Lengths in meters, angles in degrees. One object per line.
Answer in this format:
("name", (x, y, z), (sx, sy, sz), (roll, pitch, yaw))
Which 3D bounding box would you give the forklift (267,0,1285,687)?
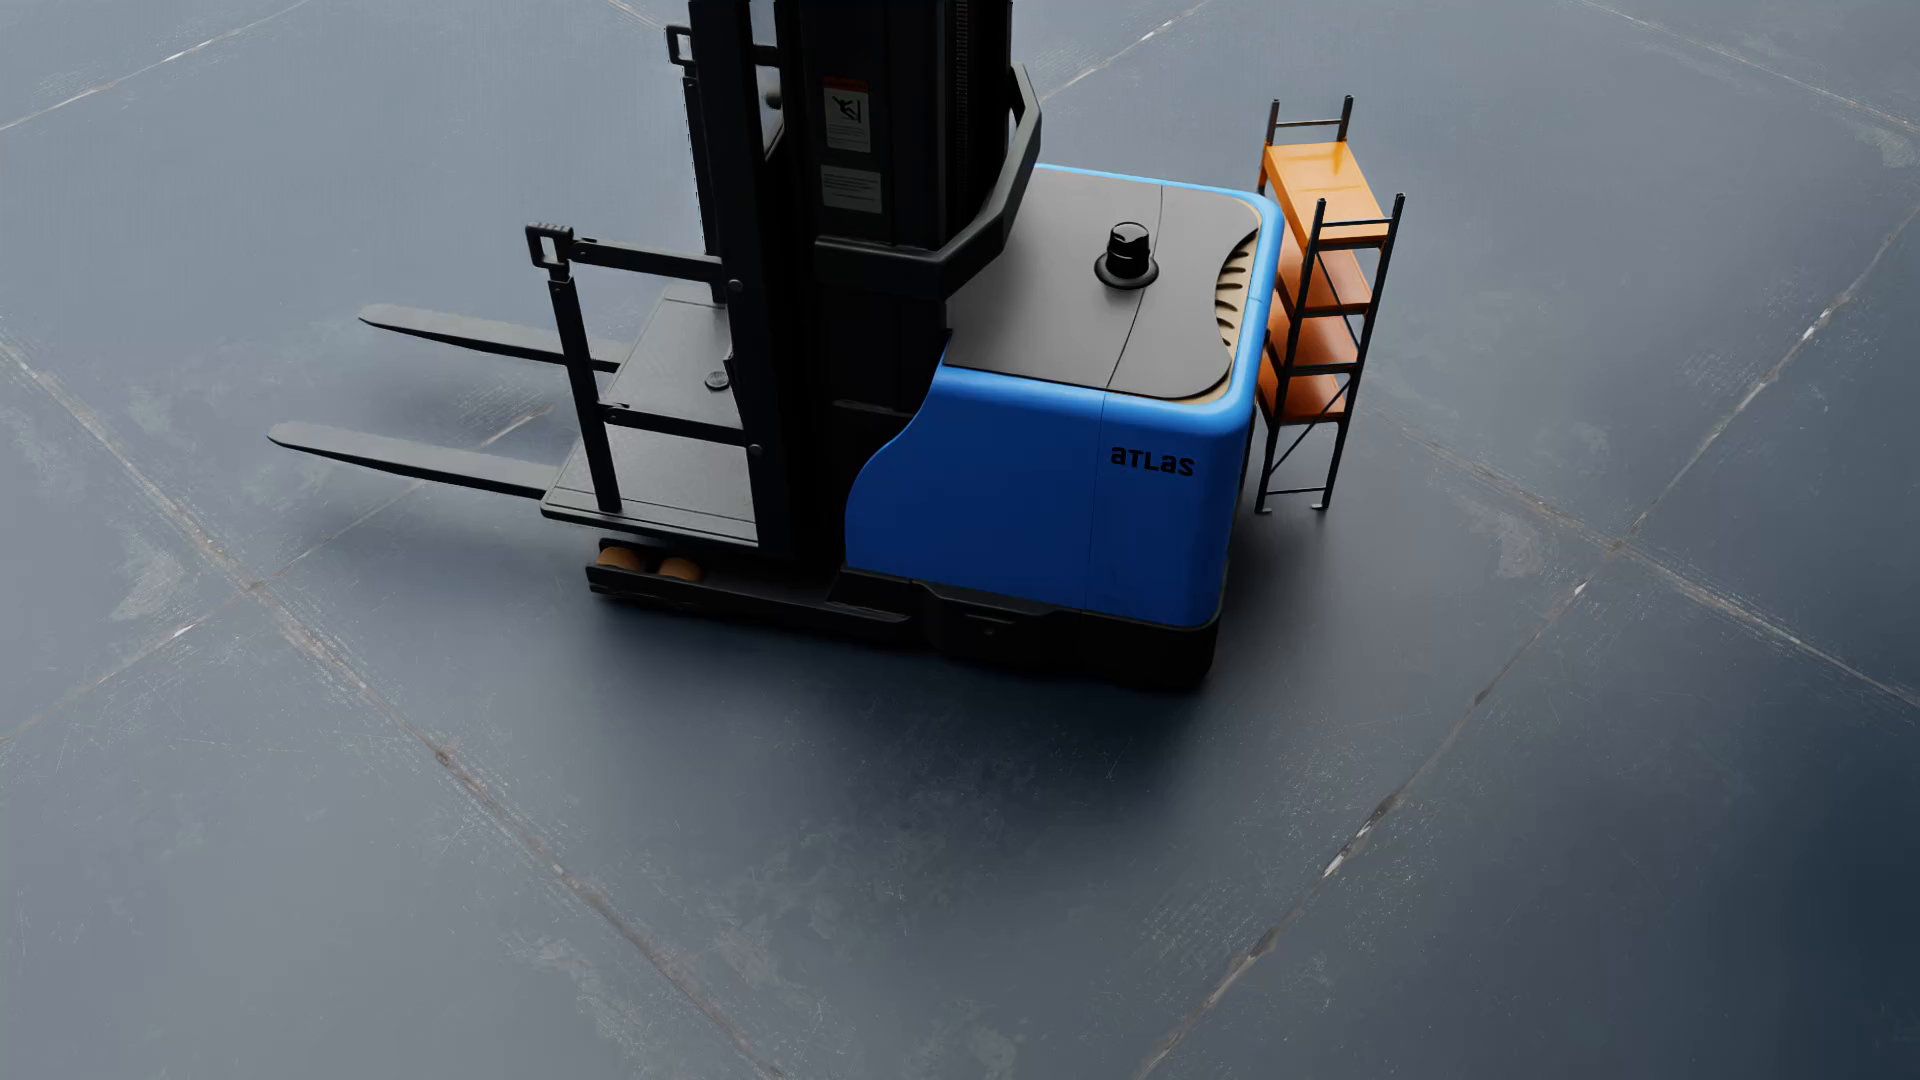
("forklift", (-0.643, -1.154, 4.323), (3.031, 2.935, 1.130), (10, 48, 9))

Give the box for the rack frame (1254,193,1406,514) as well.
("rack frame", (1.072, -0.510, 4.904), (0.240, 1.200, 0.015), (-5, 47, -5))

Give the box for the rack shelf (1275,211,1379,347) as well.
("rack shelf", (1.043, -0.794, 4.956), (0.258, 0.148, 0.480), (-5, 47, -5))

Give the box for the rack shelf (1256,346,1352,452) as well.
("rack shelf", (1.038, -0.505, 5.263), (0.258, 0.148, 0.480), (-5, 47, -5))

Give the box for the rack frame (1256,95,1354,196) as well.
("rack frame", (1.011, -0.863, 5.235), (0.240, 1.200, 0.015), (-5, 47, -5))

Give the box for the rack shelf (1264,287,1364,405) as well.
("rack shelf", (1.041, -0.641, 5.118), (0.258, 0.148, 0.480), (-5, 47, -5))

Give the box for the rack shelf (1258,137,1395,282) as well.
("rack shelf", (1.046, -0.956, 4.783), (0.258, 0.148, 0.480), (-5, 47, -5))

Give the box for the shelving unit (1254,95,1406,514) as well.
("shelving unit", (1.041, -0.687, 5.070), (0.258, 1.200, 0.503), (-5, 47, -5))
